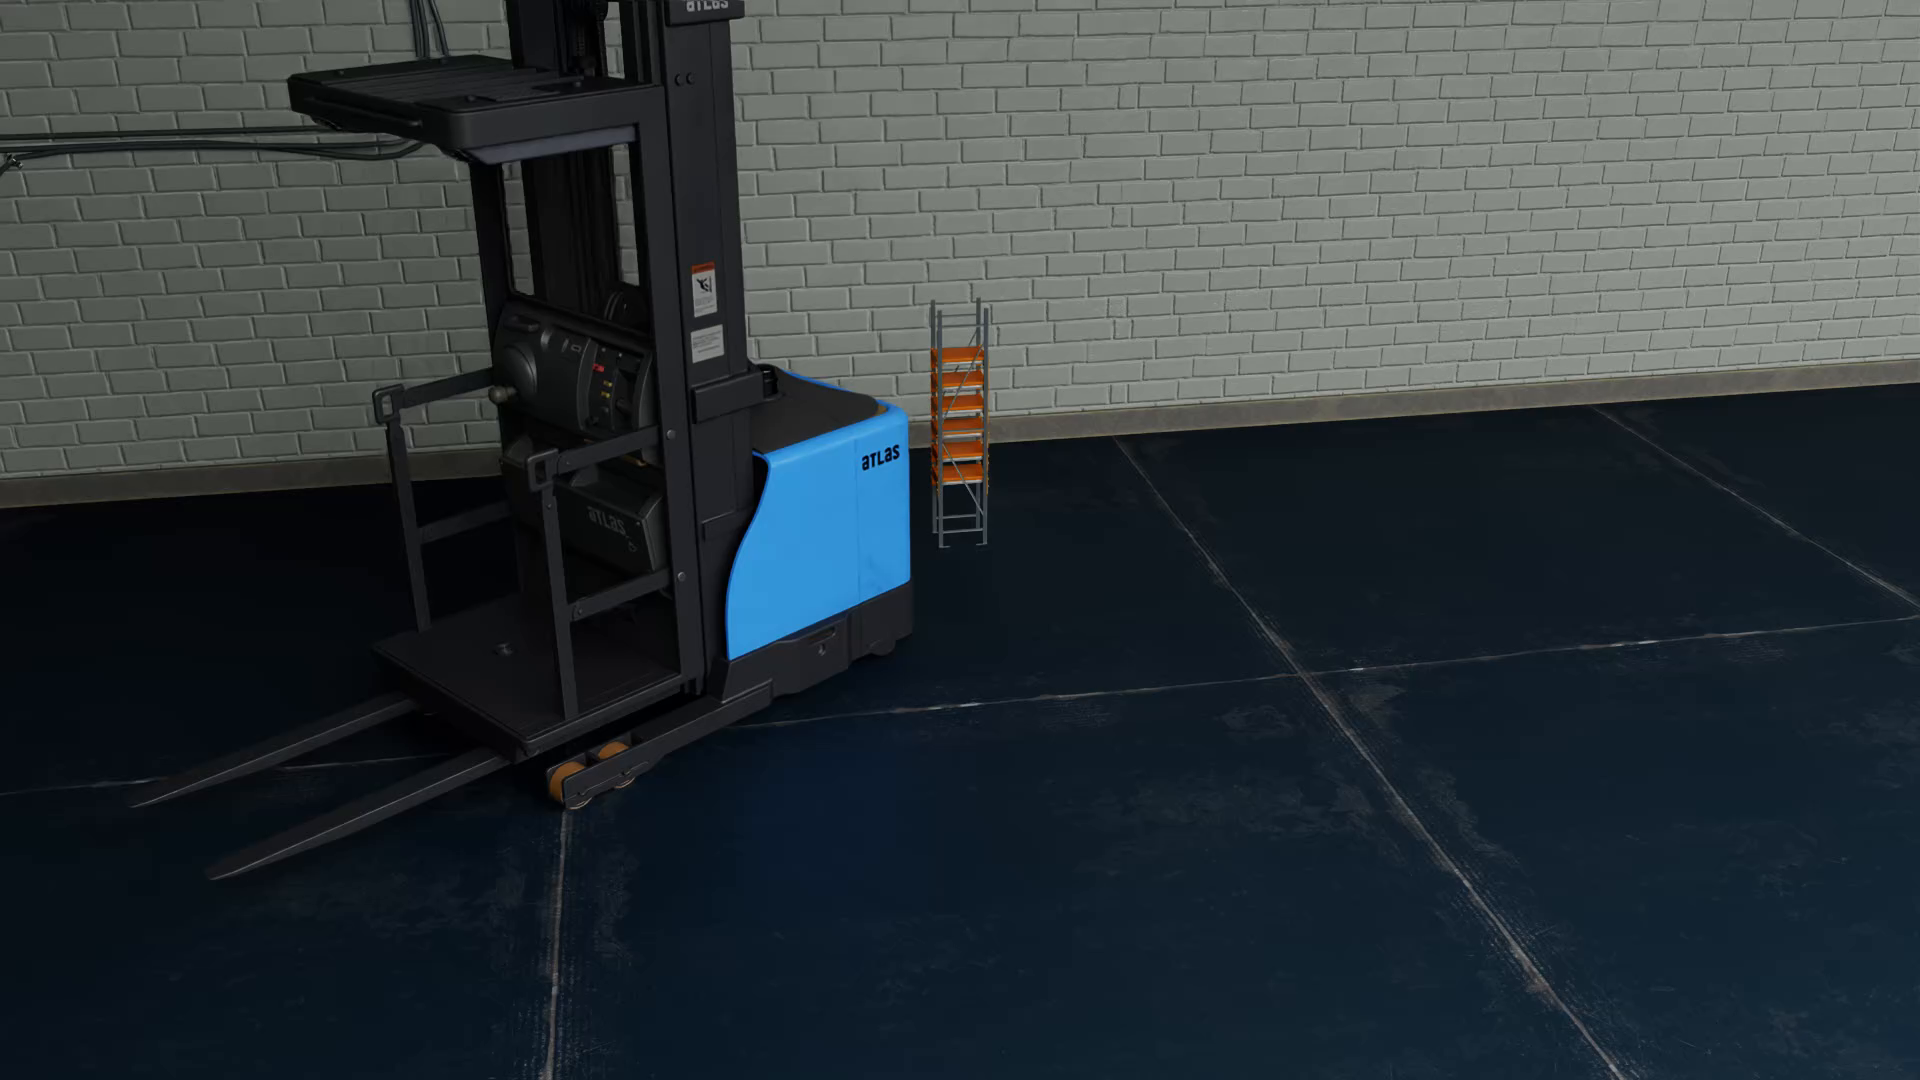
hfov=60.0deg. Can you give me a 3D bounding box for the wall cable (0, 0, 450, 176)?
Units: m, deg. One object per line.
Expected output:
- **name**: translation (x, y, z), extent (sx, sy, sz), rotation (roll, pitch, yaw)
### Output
- **wall cable**: translation (-4.023, -2.927, 7.587), extent (3.097, 2.526, 0.112), rotation (-4, 24, -10)

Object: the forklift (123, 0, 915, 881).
- **forklift**: translation (-1.570, -0.600, 5.962), extent (1.130, 2.935, 3.031), rotation (21, 31, 39)

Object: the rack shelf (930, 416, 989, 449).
- **rack shelf**: translation (-0.003, -0.515, 8.041), extent (0.258, 0.103, 0.180), rotation (-4, 24, -10)

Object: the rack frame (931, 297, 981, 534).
- **rack frame**: translation (-0.020, -0.592, 8.105), extent (0.240, 1.200, 0.006), rotation (-4, 24, -10)

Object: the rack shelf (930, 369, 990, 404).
- **rack shelf**: translation (-0.003, -0.735, 7.945), extent (0.258, 0.103, 0.180), rotation (-4, 24, -10)

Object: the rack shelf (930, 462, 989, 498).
- **rack shelf**: translation (-0.003, -0.295, 8.137), extent (0.258, 0.103, 0.180), rotation (-4, 24, -10)

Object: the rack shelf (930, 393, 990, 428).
- **rack shelf**: translation (-0.003, -0.625, 7.993), extent (0.258, 0.103, 0.180), rotation (-4, 24, -10)

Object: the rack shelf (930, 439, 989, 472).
- **rack shelf**: translation (-0.003, -0.405, 8.089), extent (0.258, 0.103, 0.180), rotation (-4, 24, -10)

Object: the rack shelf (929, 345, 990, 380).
- **rack shelf**: translation (-0.003, -0.845, 7.897), extent (0.258, 0.103, 0.180), rotation (-4, 24, -10)

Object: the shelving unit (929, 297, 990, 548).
- **shelving unit**: translation (-0.003, -0.556, 8.023), extent (0.258, 1.200, 0.189), rotation (-4, 24, -10)

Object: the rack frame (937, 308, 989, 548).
- **rack frame**: translation (0.014, -0.520, 7.940), extent (0.240, 1.200, 0.006), rotation (-4, 24, -10)
